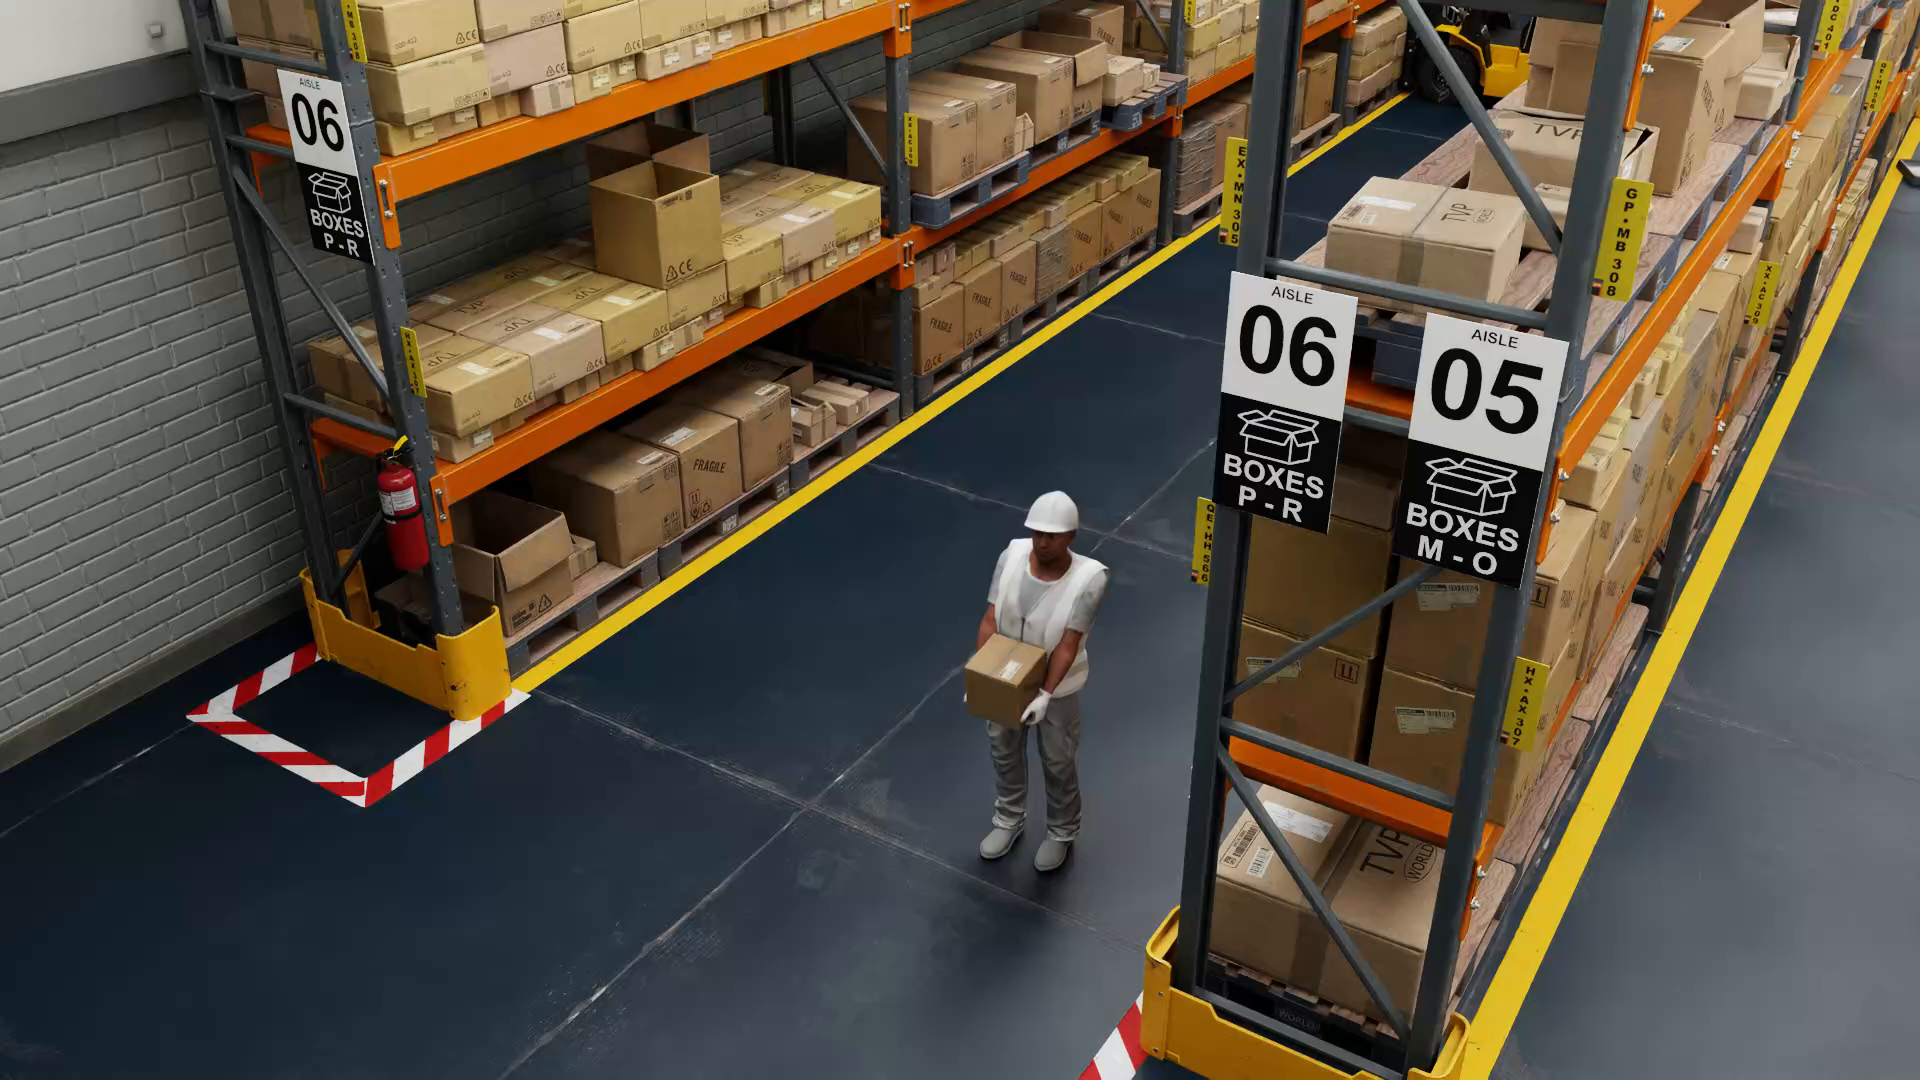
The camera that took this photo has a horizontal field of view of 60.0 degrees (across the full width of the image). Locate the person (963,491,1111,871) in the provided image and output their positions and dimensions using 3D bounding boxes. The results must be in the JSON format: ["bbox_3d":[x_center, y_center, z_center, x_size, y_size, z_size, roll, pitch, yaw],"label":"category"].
[{"bbox_3d":[0.297,0.646,7.063,0.488,1.779,0.580,17,34,27],"label":"person"}]
